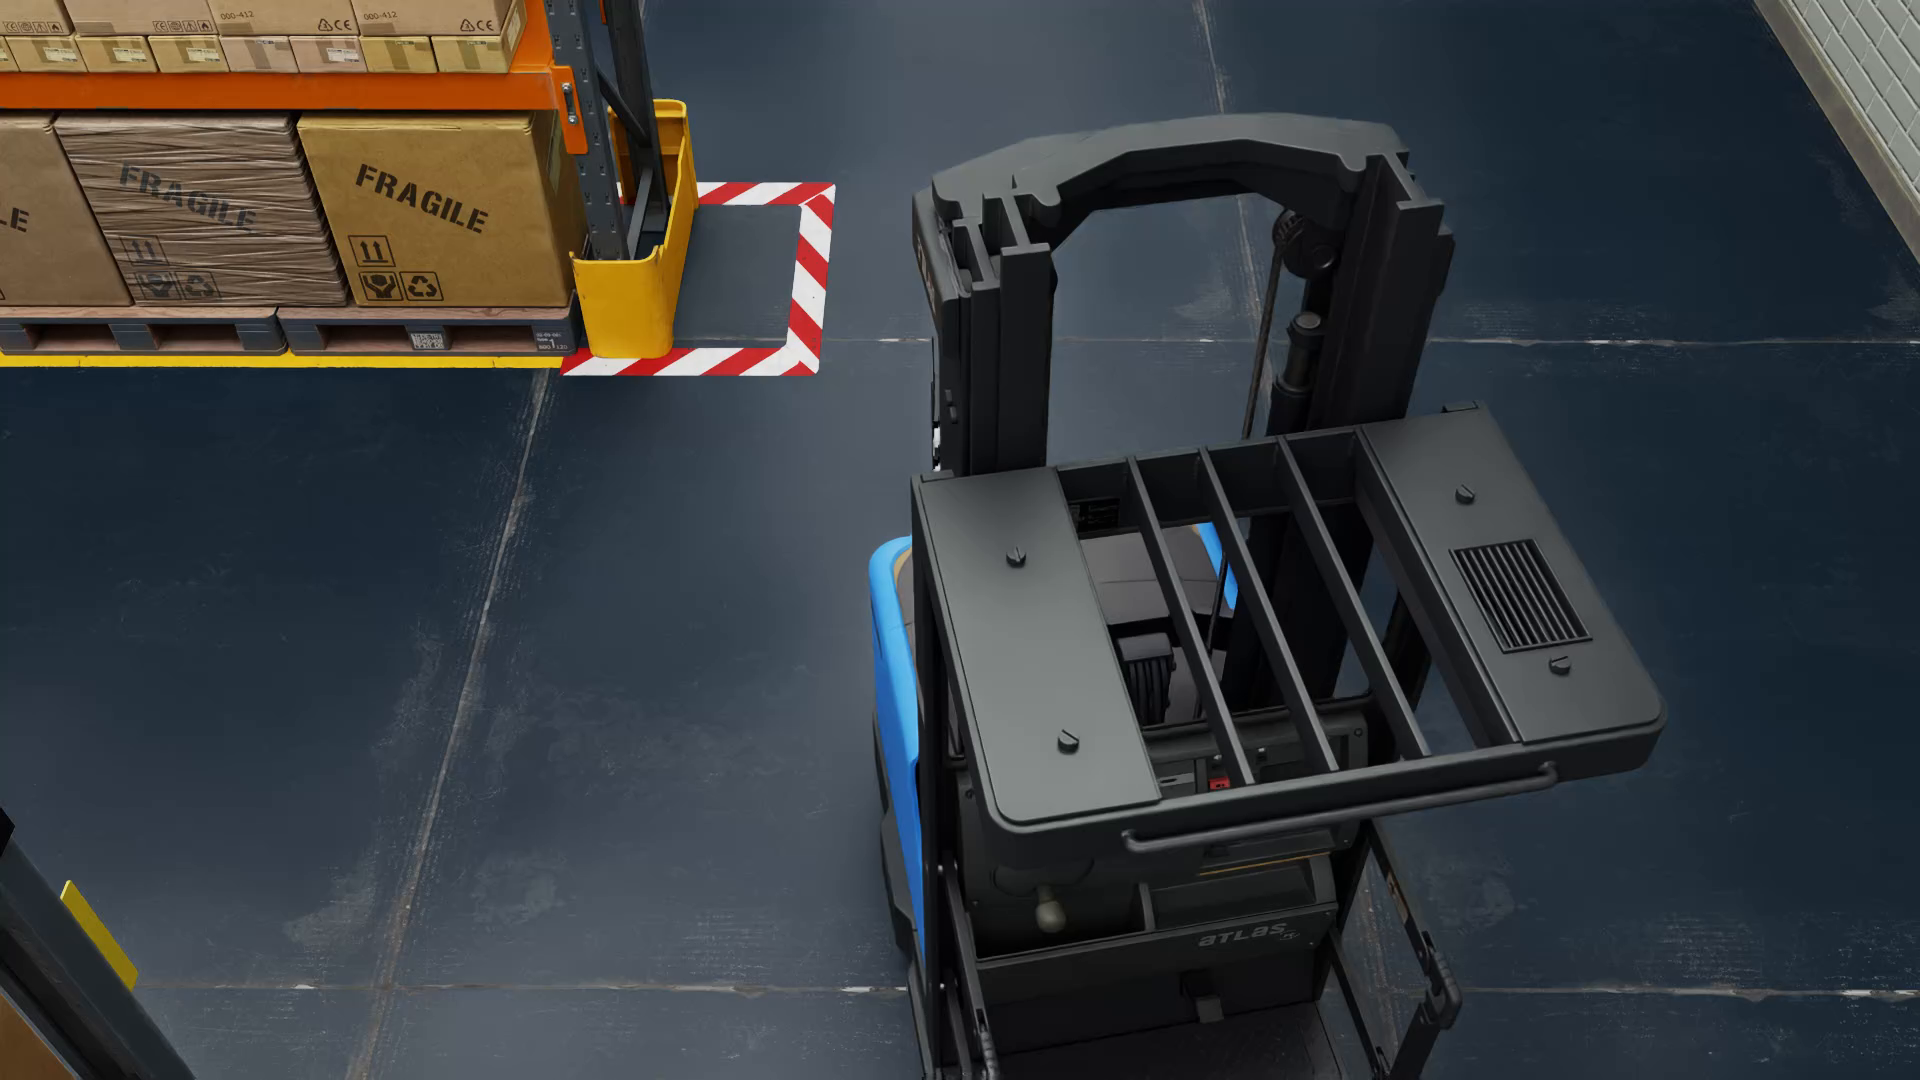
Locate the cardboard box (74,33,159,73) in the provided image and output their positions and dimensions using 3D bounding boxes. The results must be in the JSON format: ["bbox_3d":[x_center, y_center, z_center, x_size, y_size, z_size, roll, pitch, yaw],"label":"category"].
[{"bbox_3d":[-3.046,-1.886,6.128,0.250,0.149,0.380,0,47,0],"label":"cardboard box"}]

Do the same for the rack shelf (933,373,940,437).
[{"bbox_3d":[0.008,-0.468,5.747,0.200,0.077,0.258,0,47,0],"label":"rack shelf"}]

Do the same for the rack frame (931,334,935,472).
[{"bbox_3d":[-0.094,-0.307,5.921,0.006,0.900,0.240,0,47,0],"label":"rack frame"}]

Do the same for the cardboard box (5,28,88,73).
[{"bbox_3d":[-3.294,-1.888,6.130,0.250,0.149,0.380,1,47,1],"label":"cardboard box"}]

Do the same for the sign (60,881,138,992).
[{"bbox_3d":[-1.525,0.729,2.931,0.005,0.325,0.100,0,47,0],"label":"sign"}]

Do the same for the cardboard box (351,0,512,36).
[{"bbox_3d":[-1.893,-2.067,6.024,0.500,0.250,0.500,-1,47,0],"label":"cardboard box"}]

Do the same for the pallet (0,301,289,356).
[{"bbox_3d":[-3.424,-1.210,7.232,1.213,0.211,1.003,0,47,0],"label":"pallet"}]

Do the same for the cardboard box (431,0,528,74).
[{"bbox_3d":[-1.765,-1.884,6.126,0.250,0.149,0.380,1,47,1],"label":"cardboard box"}]

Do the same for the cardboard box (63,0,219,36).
[{"bbox_3d":[-2.909,-2.070,6.027,0.500,0.250,0.500,-1,47,-1],"label":"cardboard box"}]

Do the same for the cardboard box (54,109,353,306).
[{"bbox_3d":[-2.958,-1.574,6.831,0.875,0.875,0.875,0,47,0],"label":"cardboard box"}]

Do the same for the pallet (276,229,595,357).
[{"bbox_3d":[-2.207,-1.204,7.227,1.213,0.211,1.003,0,47,0],"label":"pallet"}]

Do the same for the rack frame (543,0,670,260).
[{"bbox_3d":[-1.408,-2.210,6.257,0.127,3.000,1.000,0,47,0],"label":"rack frame"}]

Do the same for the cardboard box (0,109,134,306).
[{"bbox_3d":[-3.848,-1.577,6.833,0.875,0.875,0.875,0,47,0],"label":"cardboard box"}]

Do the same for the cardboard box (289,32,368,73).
[{"bbox_3d":[-2.277,-1.885,6.127,0.250,0.149,0.380,0,47,0],"label":"cardboard box"}]

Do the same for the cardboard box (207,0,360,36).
[{"bbox_3d":[-2.400,-2.069,6.026,0.500,0.250,0.500,-1,47,-1],"label":"cardboard box"}]

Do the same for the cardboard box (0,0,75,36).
[{"bbox_3d":[-3.430,-2.068,6.025,0.500,0.250,0.500,0,47,0],"label":"cardboard box"}]

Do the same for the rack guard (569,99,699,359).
[{"bbox_3d":[-1.384,-1.358,7.172,0.348,0.500,1.175,0,47,0],"label":"rack guard"}]

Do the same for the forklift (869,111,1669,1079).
[{"bbox_3d":[0.500,0.730,3.568,1.130,2.935,3.031,-8,48,-7],"label":"forklift"}]

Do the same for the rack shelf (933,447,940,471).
[{"bbox_3d":[0.008,-0.345,5.879,0.200,0.077,0.258,0,47,0],"label":"rack shelf"}]

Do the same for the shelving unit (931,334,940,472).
[{"bbox_3d":[0.008,-0.307,5.921,0.210,0.900,0.258,0,47,0],"label":"shelving unit"}]

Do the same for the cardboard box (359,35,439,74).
[{"bbox_3d":[-2.025,-1.883,6.125,0.250,0.149,0.380,1,47,1],"label":"cardboard box"}]

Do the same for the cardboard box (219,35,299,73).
[{"bbox_3d":[-2.527,-1.886,6.128,0.250,0.149,0.380,1,47,1],"label":"cardboard box"}]

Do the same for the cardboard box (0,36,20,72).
[{"bbox_3d":[-3.554,-1.888,6.129,0.250,0.149,0.380,-1,47,-1],"label":"cardboard box"}]

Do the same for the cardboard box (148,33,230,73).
[{"bbox_3d":[-2.786,-1.886,6.128,0.250,0.149,0.380,-1,47,-1],"label":"cardboard box"}]

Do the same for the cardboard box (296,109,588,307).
[{"bbox_3d":[-2.048,-1.572,6.829,0.875,0.875,0.875,0,47,0],"label":"cardboard box"}]

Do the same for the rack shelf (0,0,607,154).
[{"bbox_3d":[-3.408,-1.970,6.526,4.000,0.370,1.077,0,47,0],"label":"rack shelf"}]

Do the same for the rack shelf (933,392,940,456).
[{"bbox_3d":[0.008,-0.406,5.813,0.200,0.077,0.258,0,47,0],"label":"rack shelf"}]

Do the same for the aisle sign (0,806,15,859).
[{"bbox_3d":[-1.453,0.316,2.131,0.004,0.787,0.394,0,47,0],"label":"aisle sign"}]

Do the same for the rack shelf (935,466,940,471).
[{"bbox_3d":[0.008,-0.284,5.945,0.200,0.077,0.258,0,47,0],"label":"rack shelf"}]
